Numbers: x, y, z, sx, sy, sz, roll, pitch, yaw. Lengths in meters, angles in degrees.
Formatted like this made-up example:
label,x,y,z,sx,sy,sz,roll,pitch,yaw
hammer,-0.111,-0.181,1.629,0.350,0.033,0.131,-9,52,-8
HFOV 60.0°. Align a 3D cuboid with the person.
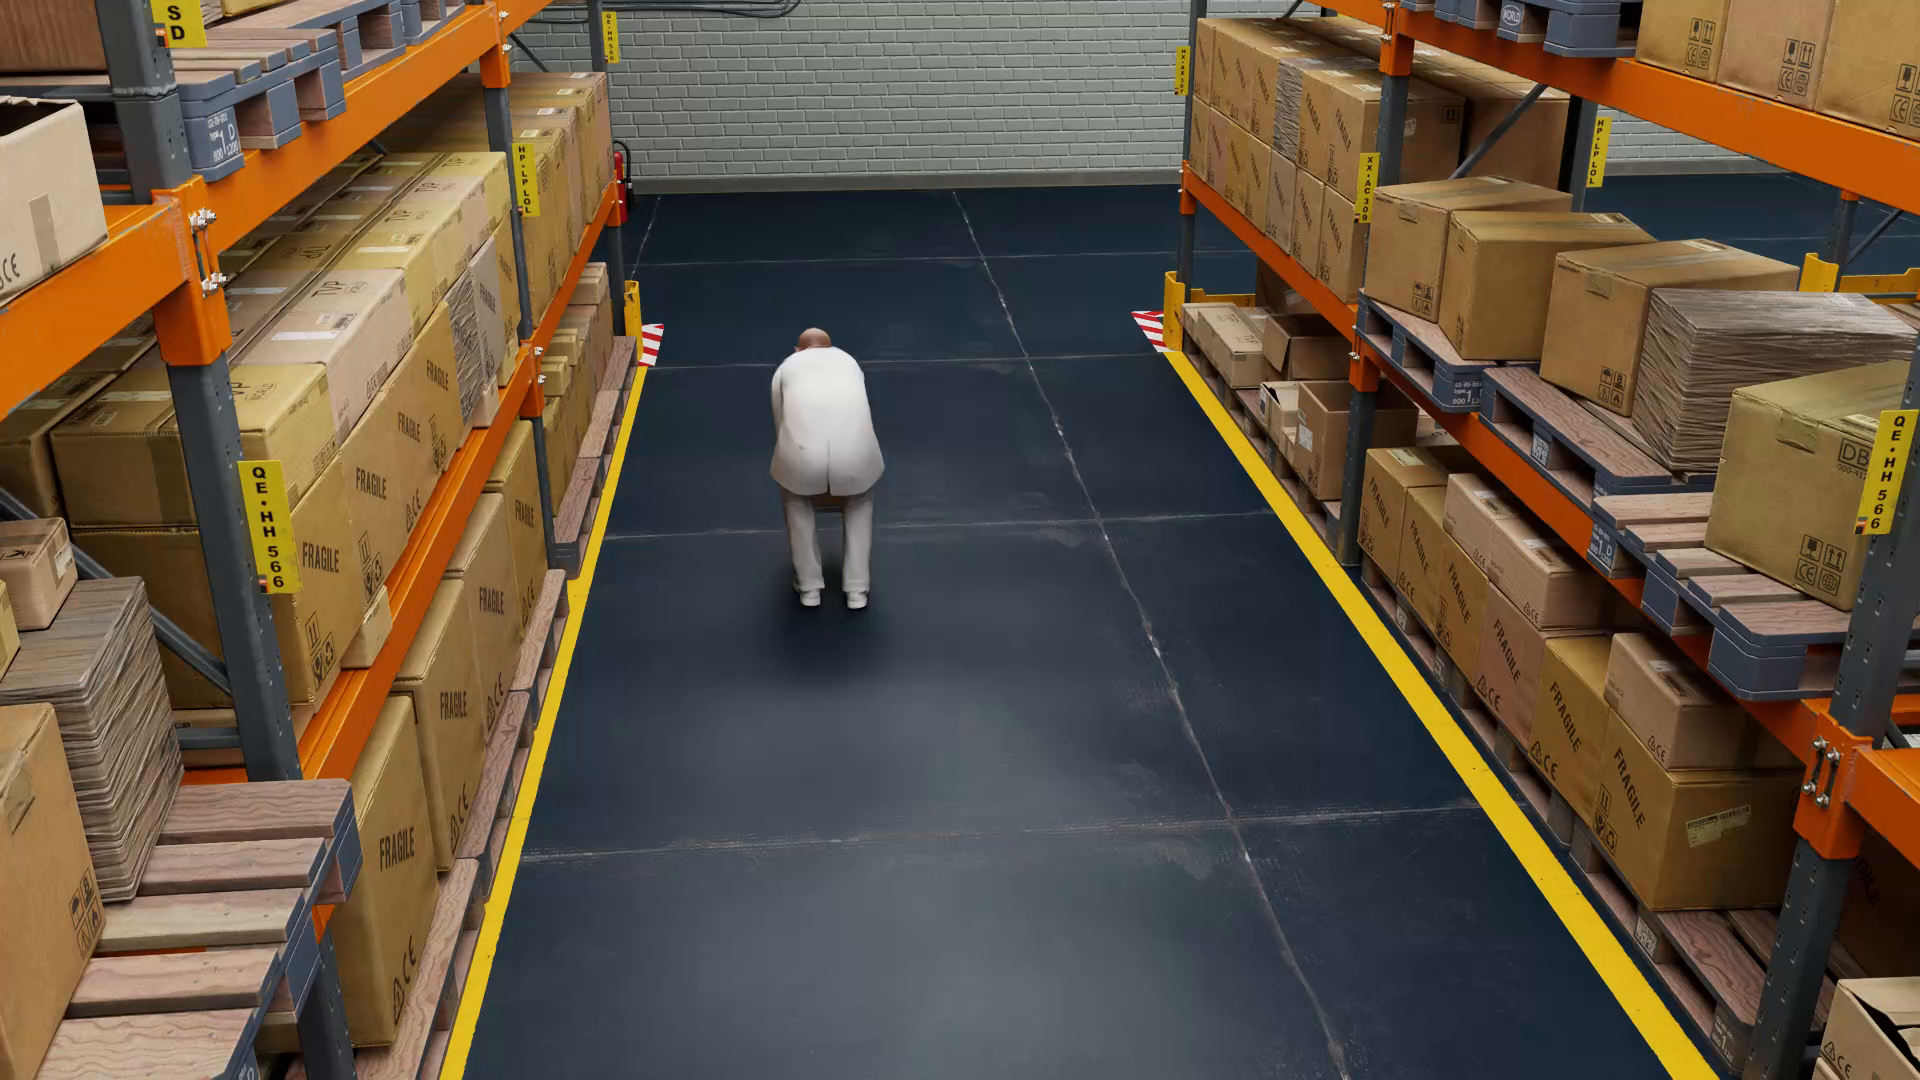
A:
label,x,y,z,sx,sy,sz,roll,pitch,yaw
person,-0.661,-0.355,8.163,0.555,1.204,0.939,-3,24,-7
